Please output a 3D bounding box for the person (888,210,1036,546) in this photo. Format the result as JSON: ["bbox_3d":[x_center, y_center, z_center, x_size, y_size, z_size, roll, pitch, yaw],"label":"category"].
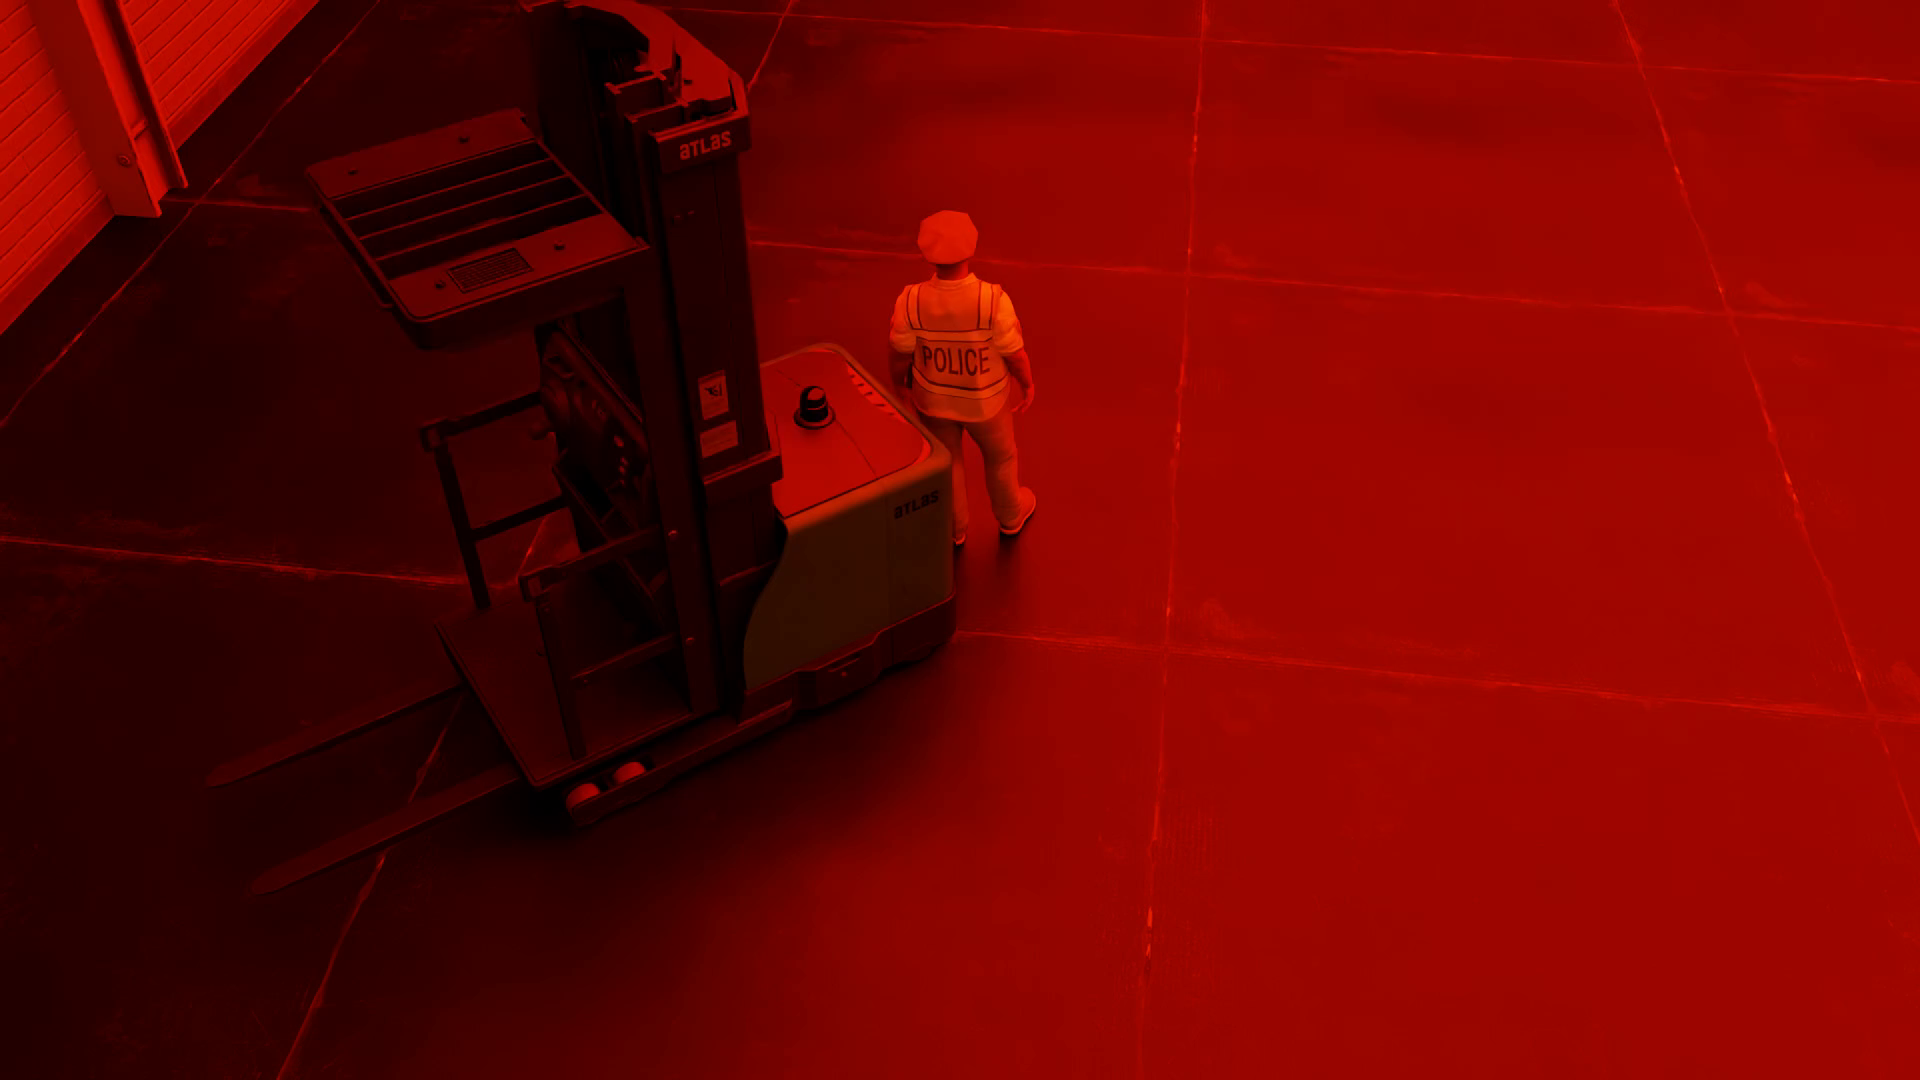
[{"bbox_3d":[0.023,-0.712,7.339,0.640,1.781,0.575,5,43,6],"label":"person"}]

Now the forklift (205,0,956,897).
[{"bbox_3d":[-1.527,-0.355,6.111,3.031,2.935,1.130,-24,48,-24],"label":"forklift"}]
